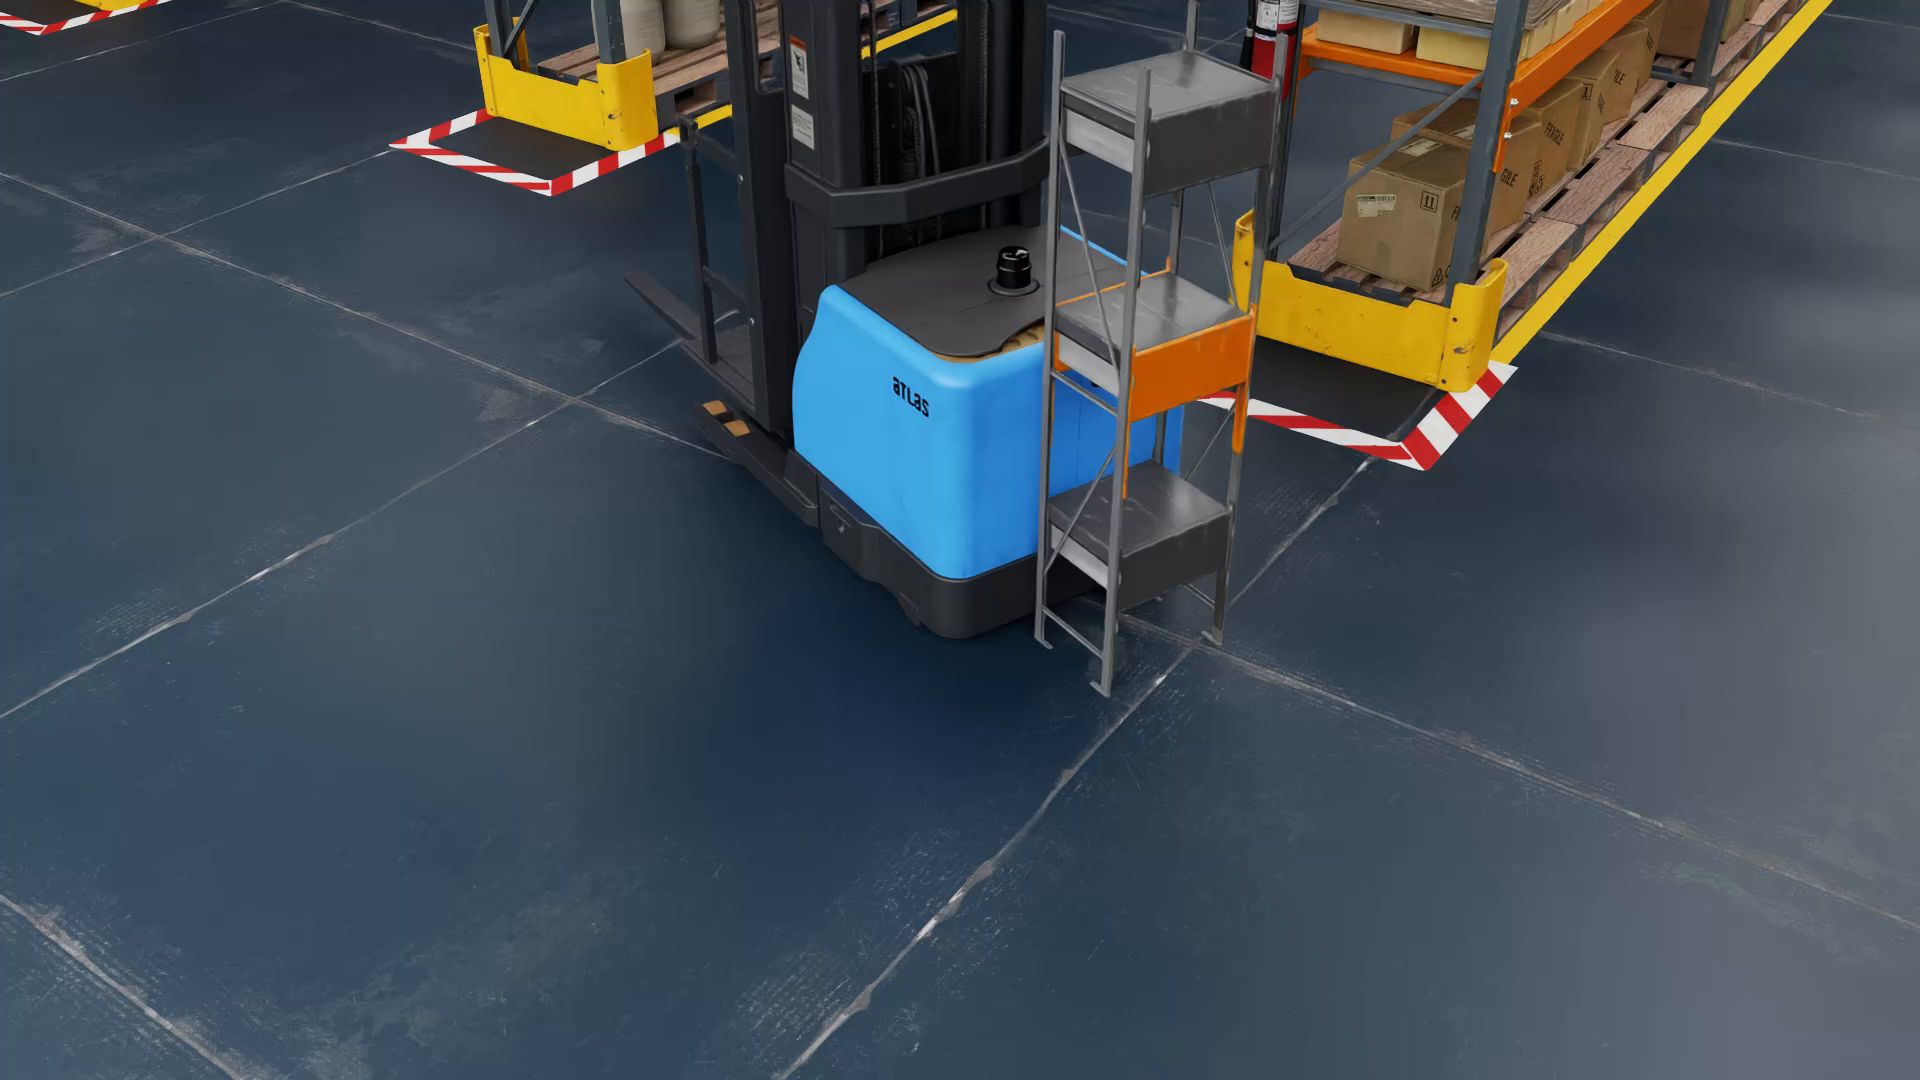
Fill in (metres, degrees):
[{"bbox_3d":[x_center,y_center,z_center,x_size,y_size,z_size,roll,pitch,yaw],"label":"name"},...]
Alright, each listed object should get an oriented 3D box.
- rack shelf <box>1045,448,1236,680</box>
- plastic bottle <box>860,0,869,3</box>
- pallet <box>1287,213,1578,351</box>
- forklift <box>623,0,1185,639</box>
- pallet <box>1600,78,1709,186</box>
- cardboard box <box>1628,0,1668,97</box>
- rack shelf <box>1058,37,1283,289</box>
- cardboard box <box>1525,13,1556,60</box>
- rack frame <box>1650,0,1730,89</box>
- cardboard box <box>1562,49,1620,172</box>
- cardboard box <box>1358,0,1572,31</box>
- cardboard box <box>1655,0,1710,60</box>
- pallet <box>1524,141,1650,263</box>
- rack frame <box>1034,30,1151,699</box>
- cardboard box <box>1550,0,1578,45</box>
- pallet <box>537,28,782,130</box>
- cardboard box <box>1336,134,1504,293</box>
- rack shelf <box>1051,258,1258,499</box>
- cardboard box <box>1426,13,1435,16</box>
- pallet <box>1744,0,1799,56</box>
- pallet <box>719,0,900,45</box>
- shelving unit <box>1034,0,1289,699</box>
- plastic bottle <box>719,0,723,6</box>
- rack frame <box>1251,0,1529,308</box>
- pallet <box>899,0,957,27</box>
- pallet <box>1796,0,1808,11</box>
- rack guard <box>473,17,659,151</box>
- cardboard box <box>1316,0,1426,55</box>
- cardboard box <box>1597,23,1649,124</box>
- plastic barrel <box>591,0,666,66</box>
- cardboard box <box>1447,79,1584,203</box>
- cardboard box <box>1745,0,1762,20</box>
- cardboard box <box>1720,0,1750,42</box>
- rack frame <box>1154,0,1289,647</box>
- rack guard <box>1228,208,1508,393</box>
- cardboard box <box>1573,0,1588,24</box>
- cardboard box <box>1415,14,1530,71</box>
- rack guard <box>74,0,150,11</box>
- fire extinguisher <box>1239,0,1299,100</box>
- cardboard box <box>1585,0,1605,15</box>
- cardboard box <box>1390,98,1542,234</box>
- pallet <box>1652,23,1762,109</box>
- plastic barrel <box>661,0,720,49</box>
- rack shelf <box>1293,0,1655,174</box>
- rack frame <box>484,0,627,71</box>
[{"bbox_3d":[0.578,0.072,5.543,0.480,0.518,0.431,-21,39,-28],"label":"rack shelf"},{"bbox_3d":[-0.665,-3.761,11.176,0.097,0.271,0.097,0,34,0],"label":"plastic bottle"},{"bbox_3d":[2.282,-1.337,8.039,1.003,0.211,1.213,21,39,28],"label":"pallet"},{"bbox_3d":[-0.440,-1.664,6.094,1.130,2.935,3.031,-20,39,-27],"label":"forklift"},{"bbox_3d":[3.673,-2.460,9.699,1.003,0.211,1.213,21,39,28],"label":"pallet"},{"bbox_3d":[3.766,-2.903,9.721,0.500,0.500,0.500,20,39,27],"label":"cardboard box"},{"bbox_3d":[0.578,-1.088,4.759,0.480,0.518,0.431,-21,39,-28],"label":"rack shelf"},{"bbox_3d":[2.263,-2.155,6.983,0.380,0.149,0.250,21,39,28],"label":"cardboard box"},{"bbox_3d":[4.027,-3.936,9.392,1.000,3.000,0.127,21,39,28],"label":"rack frame"},{"bbox_3d":[3.156,-2.326,8.868,0.500,0.500,0.500,18,38,24],"label":"cardboard box"},{"bbox_3d":[2.082,-2.504,6.920,0.875,0.500,0.500,21,39,28],"label":"cardboard box"},{"bbox_3d":[4.394,-3.358,10.377,0.700,0.500,0.500,18,38,25],"label":"cardboard box"},{"bbox_3d":[2.978,-1.896,8.866,1.003,0.211,1.213,21,39,28],"label":"pallet"},{"bbox_3d":[0.377,-0.442,5.029,0.015,2.100,0.400,-21,39,-28],"label":"rack frame"},{"bbox_3d":[2.417,-2.265,7.146,0.380,0.149,0.250,21,39,28],"label":"cardboard box"},{"bbox_3d":[-1.851,-2.944,10.415,1.003,0.211,1.213,21,39,28],"label":"pallet"},{"bbox_3d":[2.116,-1.515,7.670,0.500,0.500,0.500,-29,43,-35],"label":"cardboard box"},{"bbox_3d":[0.578,-0.508,5.151,0.480,0.518,0.431,-21,39,-28],"label":"rack shelf"},{"bbox_3d":[1.882,-2.303,7.202,0.380,0.149,0.250,21,39,28],"label":"cardboard box"},{"bbox_3d":[5.164,-3.703,11.537,1.003,0.211,1.213,21,39,28],"label":"pallet"},{"bbox_3d":[-1.154,-3.503,11.242,1.003,0.211,1.213,21,39,28],"label":"pallet"},{"bbox_3d":[0.578,-0.519,5.143,0.503,2.100,0.431,-21,39,-28],"label":"shelving unit"},{"bbox_3d":[-1.636,-3.685,11.127,0.097,0.201,0.097,0,34,0],"label":"plastic bottle"},{"bbox_3d":[1.746,-2.095,6.670,1.000,3.000,0.127,21,39,28],"label":"rack frame"},{"bbox_3d":[-0.459,-4.067,12.075,1.003,0.211,1.213,21,39,28],"label":"pallet"},{"bbox_3d":[5.861,-4.262,12.364,1.003,0.211,1.213,21,39,28],"label":"pallet"},{"bbox_3d":[-2.318,-2.691,9.784,1.175,0.500,0.348,21,39,28],"label":"rack guard"},{"bbox_3d":[1.739,-2.188,7.032,0.380,0.149,0.250,21,39,28],"label":"cardboard box"},{"bbox_3d":[3.445,-2.637,9.328,0.500,0.500,0.500,-23,40,-30],"label":"cardboard box"},{"bbox_3d":[-2.011,-3.148,10.073,0.421,0.512,0.421,0,34,0],"label":"plastic barrel"},{"bbox_3d":[2.801,-2.083,8.510,0.500,0.500,0.500,25,42,32],"label":"cardboard box"},{"bbox_3d":[5.001,-3.829,11.073,0.700,0.500,0.500,18,38,24],"label":"cardboard box"},{"bbox_3d":[4.682,-3.572,10.692,0.700,0.500,0.500,21,39,28],"label":"cardboard box"},{"bbox_3d":[0.779,-0.596,5.258,0.015,2.100,0.400,-21,39,-28],"label":"rack frame"},{"bbox_3d":[1.789,-1.094,7.422,1.175,0.500,0.348,21,39,28],"label":"rack guard"},{"bbox_3d":[2.543,-2.387,7.326,0.380,0.149,0.250,21,39,28],"label":"cardboard box"},{"bbox_3d":[2.104,-2.046,6.822,0.380,0.149,0.250,21,39,28],"label":"cardboard box"},{"bbox_3d":[-6.404,-4.214,12.035,1.175,0.500,0.348,21,39,28],"label":"rack guard"},{"bbox_3d":[1.302,-2.157,6.831,0.296,0.674,0.183,21,39,28],"label":"fire extinguisher"},{"bbox_3d":[2.691,-2.499,7.493,0.380,0.149,0.250,21,39,28],"label":"cardboard box"},{"bbox_3d":[2.428,-1.801,8.093,0.500,0.500,0.500,-25,41,-32],"label":"cardboard box"},{"bbox_3d":[4.469,-3.139,10.704,1.003,0.211,1.213,21,39,28],"label":"pallet"},{"bbox_3d":[-1.725,-3.378,10.414,0.421,0.512,0.421,0,34,0],"label":"plastic barrel"},{"bbox_3d":[2.886,-2.717,8.233,1.077,0.370,4.000,21,39,28],"label":"rack shelf"},{"bbox_3d":[-2.323,-3.677,9.009,1.000,3.000,0.127,21,39,28],"label":"rack frame"}]
